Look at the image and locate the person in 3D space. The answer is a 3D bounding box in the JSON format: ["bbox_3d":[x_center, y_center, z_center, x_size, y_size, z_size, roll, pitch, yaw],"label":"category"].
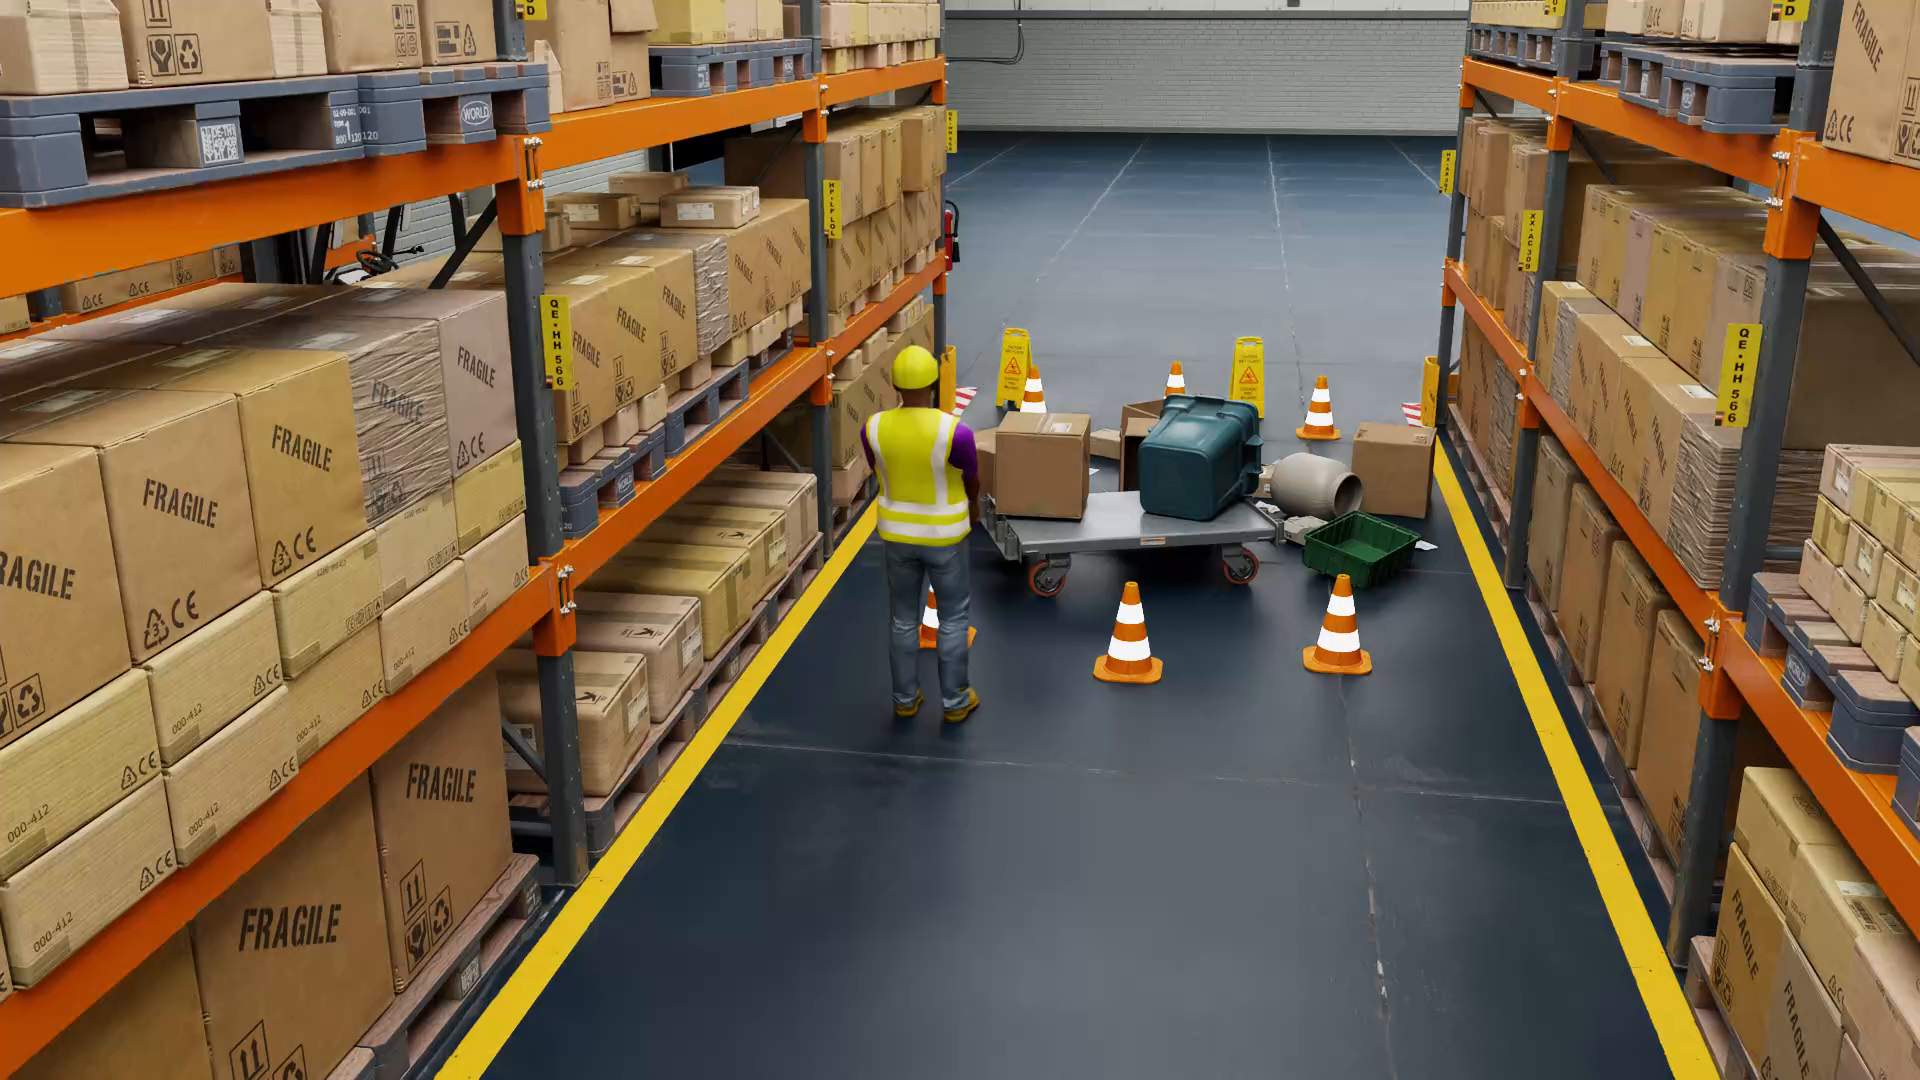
[{"bbox_3d":[-0.143,-0.048,7.660,0.516,1.770,0.571,5,19,16],"label":"person"}]
